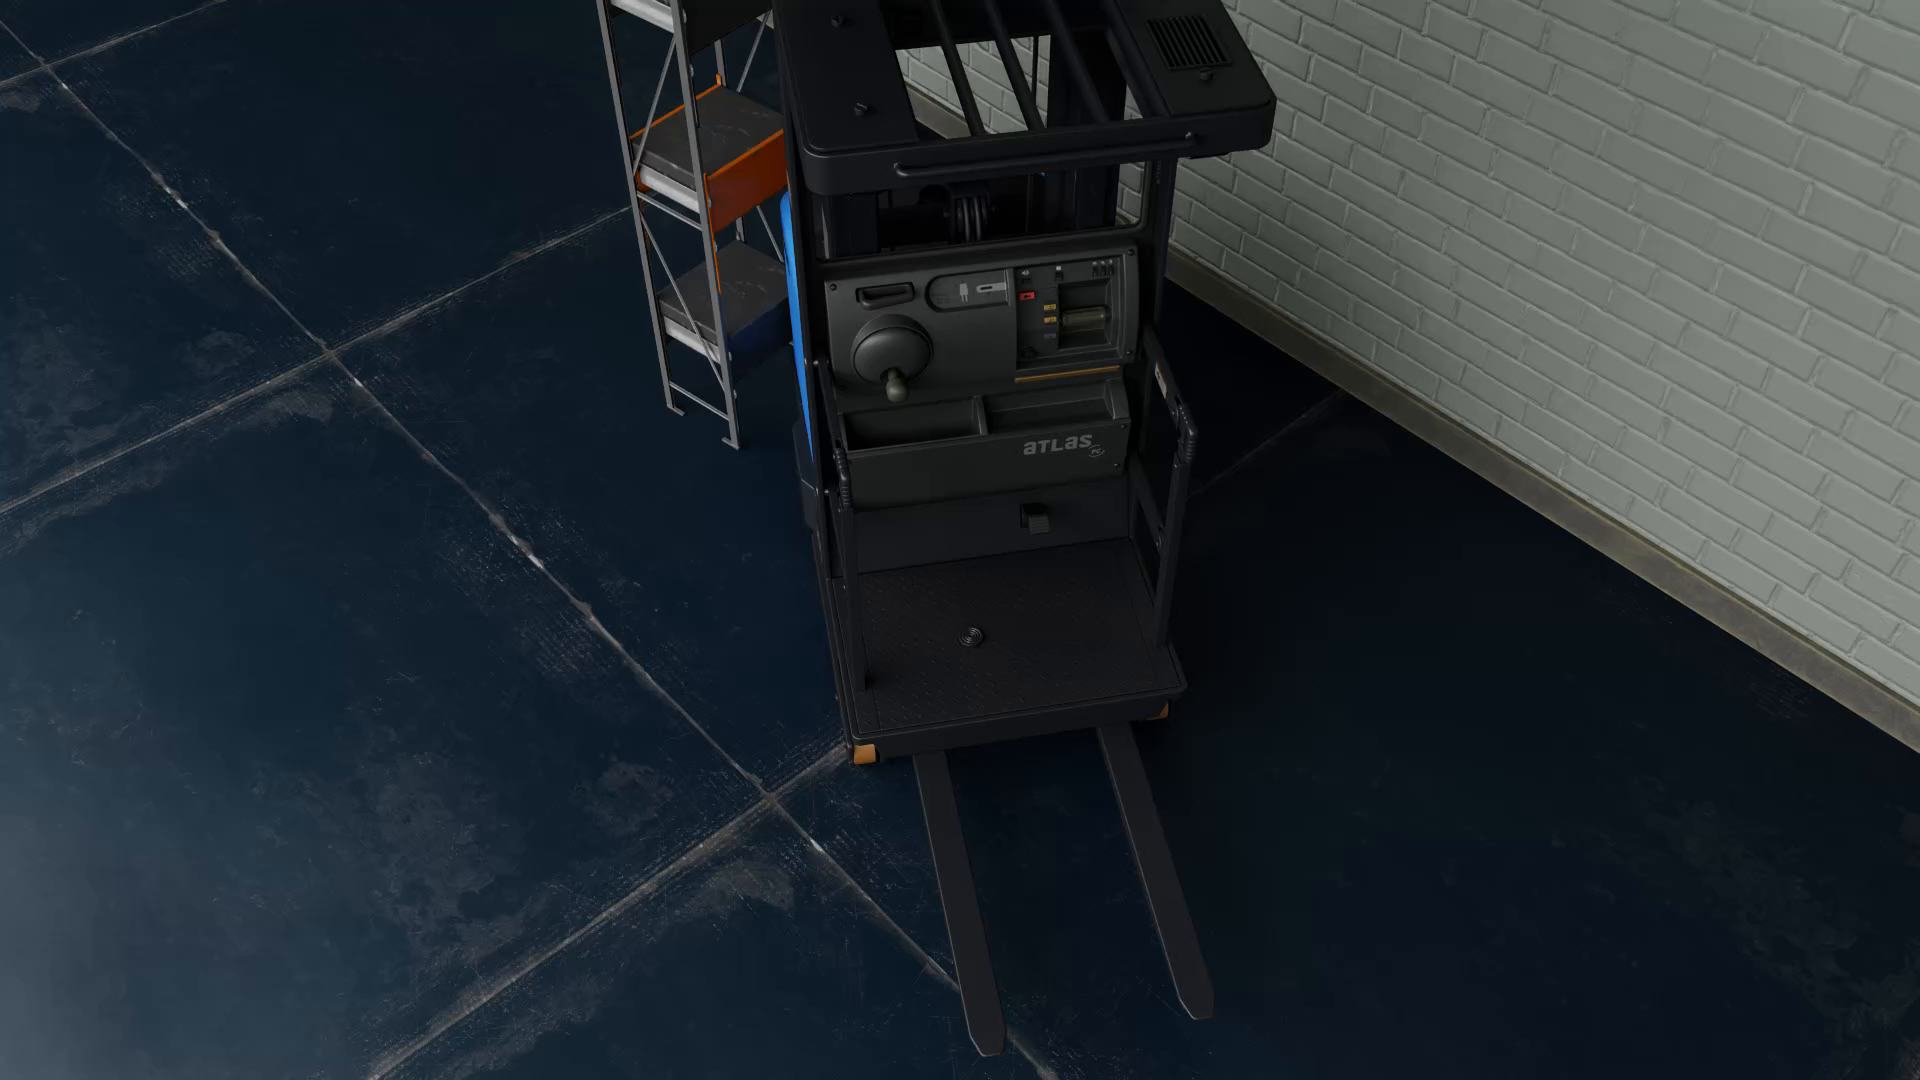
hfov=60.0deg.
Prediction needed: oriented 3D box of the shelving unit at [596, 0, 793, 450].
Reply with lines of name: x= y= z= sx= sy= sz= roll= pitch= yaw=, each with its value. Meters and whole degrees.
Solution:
shelving unit: x=-0.874 y=-1.302 z=6.023 sx=0.431 sy=2.100 sz=0.503 roll=31 pitch=54 yaw=25

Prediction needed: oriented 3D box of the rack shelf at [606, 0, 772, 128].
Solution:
rack shelf: x=-0.874 y=-1.767 z=5.518 sx=0.431 sy=0.518 sz=0.480 roll=31 pitch=54 yaw=25

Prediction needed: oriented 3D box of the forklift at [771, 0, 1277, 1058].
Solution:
forklift: x=0.113 y=-0.544 z=4.758 sx=1.130 sy=2.935 sz=3.031 roll=-8 pitch=48 yaw=-7

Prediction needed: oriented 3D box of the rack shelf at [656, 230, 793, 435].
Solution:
rack shelf: x=-0.874 y=-0.818 z=6.547 sx=0.431 sy=0.518 sz=0.480 roll=31 pitch=54 yaw=25

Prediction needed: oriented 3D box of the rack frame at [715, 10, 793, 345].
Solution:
rack frame: x=-0.720 y=-1.441 z=6.151 sx=0.400 sy=2.100 sz=0.015 roll=31 pitch=54 yaw=25

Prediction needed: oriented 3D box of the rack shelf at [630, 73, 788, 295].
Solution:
rack shelf: x=-0.874 y=-1.293 z=6.033 sx=0.431 sy=0.518 sz=0.480 roll=31 pitch=54 yaw=25

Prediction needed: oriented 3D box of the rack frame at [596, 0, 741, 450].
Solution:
rack frame: x=-1.027 y=-1.163 z=5.894 sx=0.400 sy=2.100 sz=0.015 roll=31 pitch=54 yaw=25
